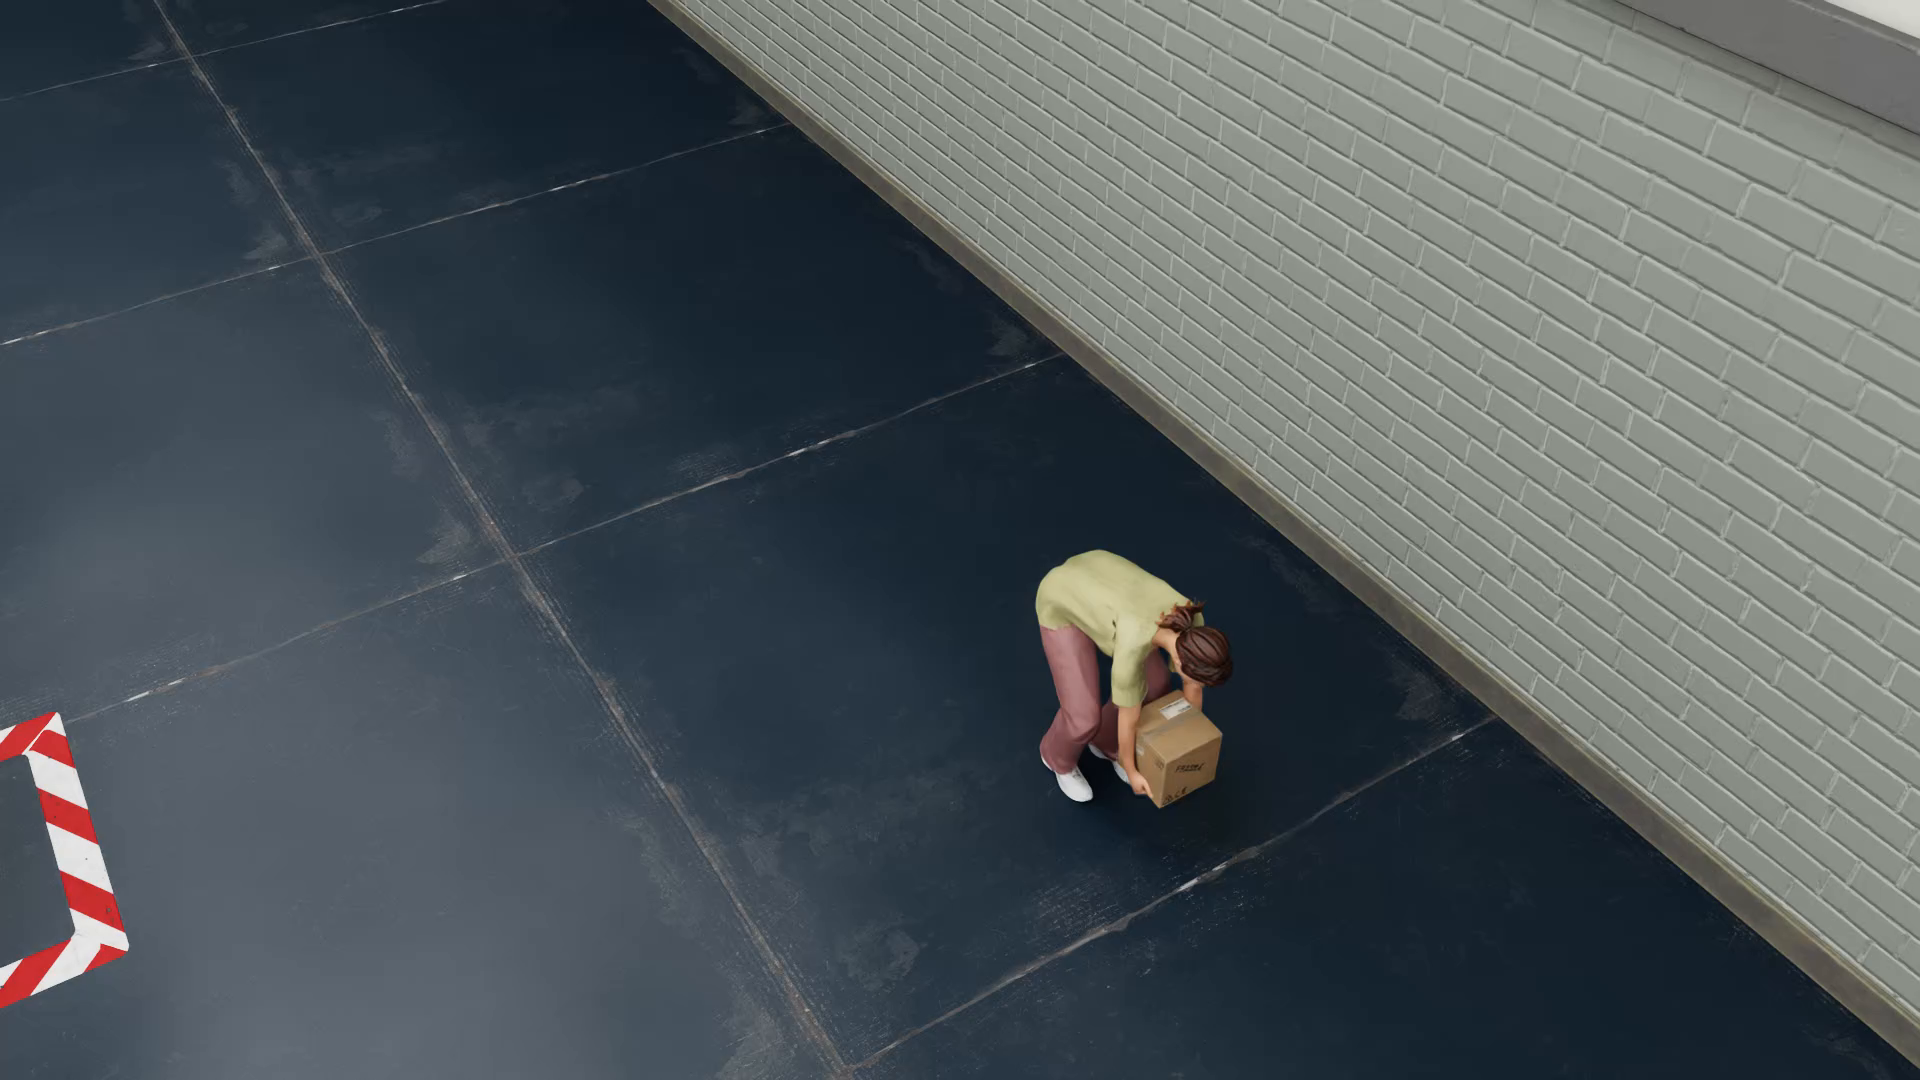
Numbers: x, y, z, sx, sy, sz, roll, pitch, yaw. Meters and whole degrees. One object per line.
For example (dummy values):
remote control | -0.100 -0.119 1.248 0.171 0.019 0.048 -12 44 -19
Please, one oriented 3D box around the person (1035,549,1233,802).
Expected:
person | 0.604 0.549 5.947 0.439 1.124 0.857 -25 47 -26
